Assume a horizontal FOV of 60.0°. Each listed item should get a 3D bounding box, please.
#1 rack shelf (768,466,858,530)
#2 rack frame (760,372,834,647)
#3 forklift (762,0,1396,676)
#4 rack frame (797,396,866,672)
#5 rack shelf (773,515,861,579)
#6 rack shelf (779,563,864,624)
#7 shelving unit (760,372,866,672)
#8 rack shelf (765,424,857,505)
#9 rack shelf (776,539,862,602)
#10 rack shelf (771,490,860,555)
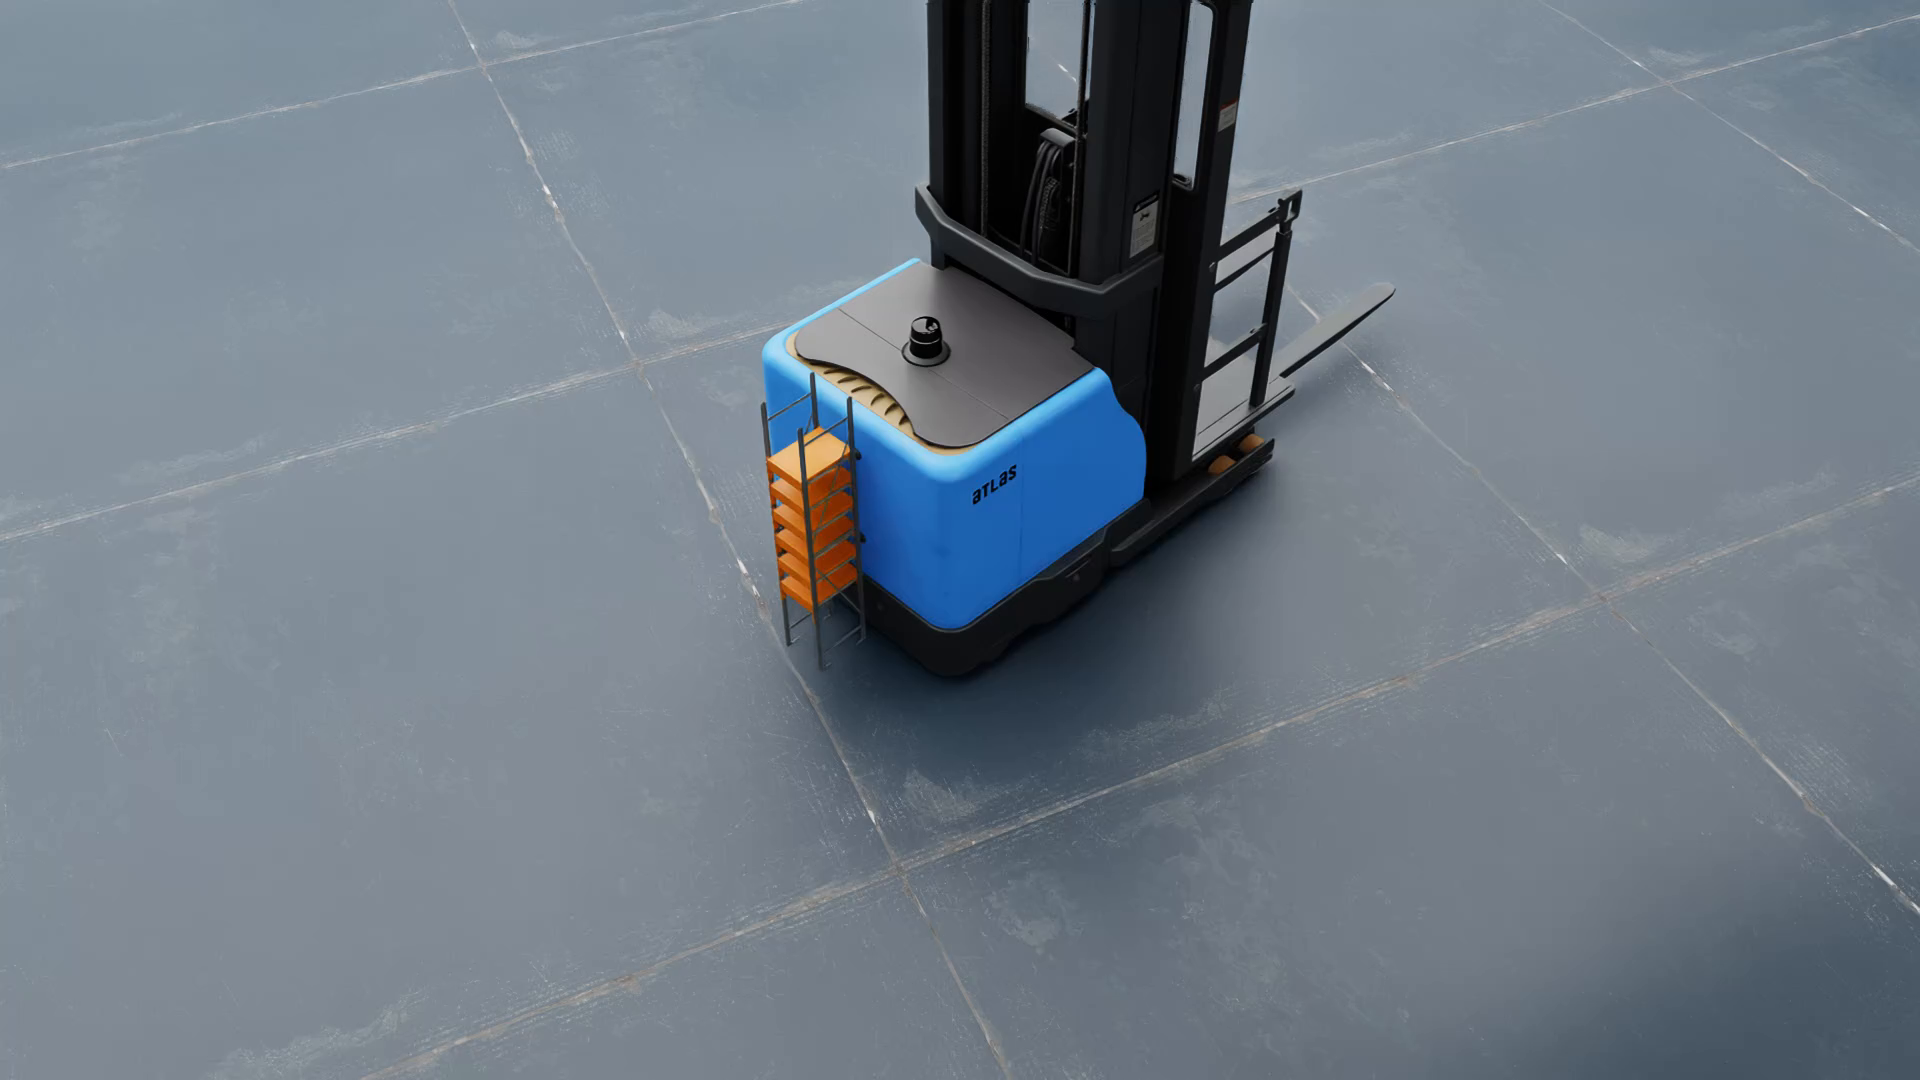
[{"bbox_3d":[-0.510,-0.176,5.795,0.180,0.103,0.258,34,54,30],"label":"rack shelf"},{"bbox_3d":[-0.576,-0.081,5.978,0.006,1.200,0.240,34,54,30],"label":"rack frame"},{"bbox_3d":[0.679,-1.465,6.148,3.031,2.935,1.130,-34,54,-30],"label":"forklift"},{"bbox_3d":[-0.445,0.008,5.887,0.006,1.200,0.240,34,54,30],"label":"rack frame"},{"bbox_3d":[-0.510,-0.005,5.964,0.180,0.103,0.258,34,54,30],"label":"rack shelf"},{"bbox_3d":[-0.510,0.166,6.132,0.180,0.103,0.258,34,54,30],"label":"rack shelf"},{"bbox_3d":[-0.510,-0.036,5.933,0.189,1.200,0.258,34,54,30],"label":"shelving unit"},{"bbox_3d":[-0.510,-0.261,5.711,0.180,0.103,0.258,34,54,30],"label":"rack shelf"},{"bbox_3d":[-0.510,0.081,6.048,0.180,0.103,0.258,34,54,30],"label":"rack shelf"},{"bbox_3d":[-0.510,-0.090,5.880,0.180,0.103,0.258,34,54,30],"label":"rack shelf"}]
